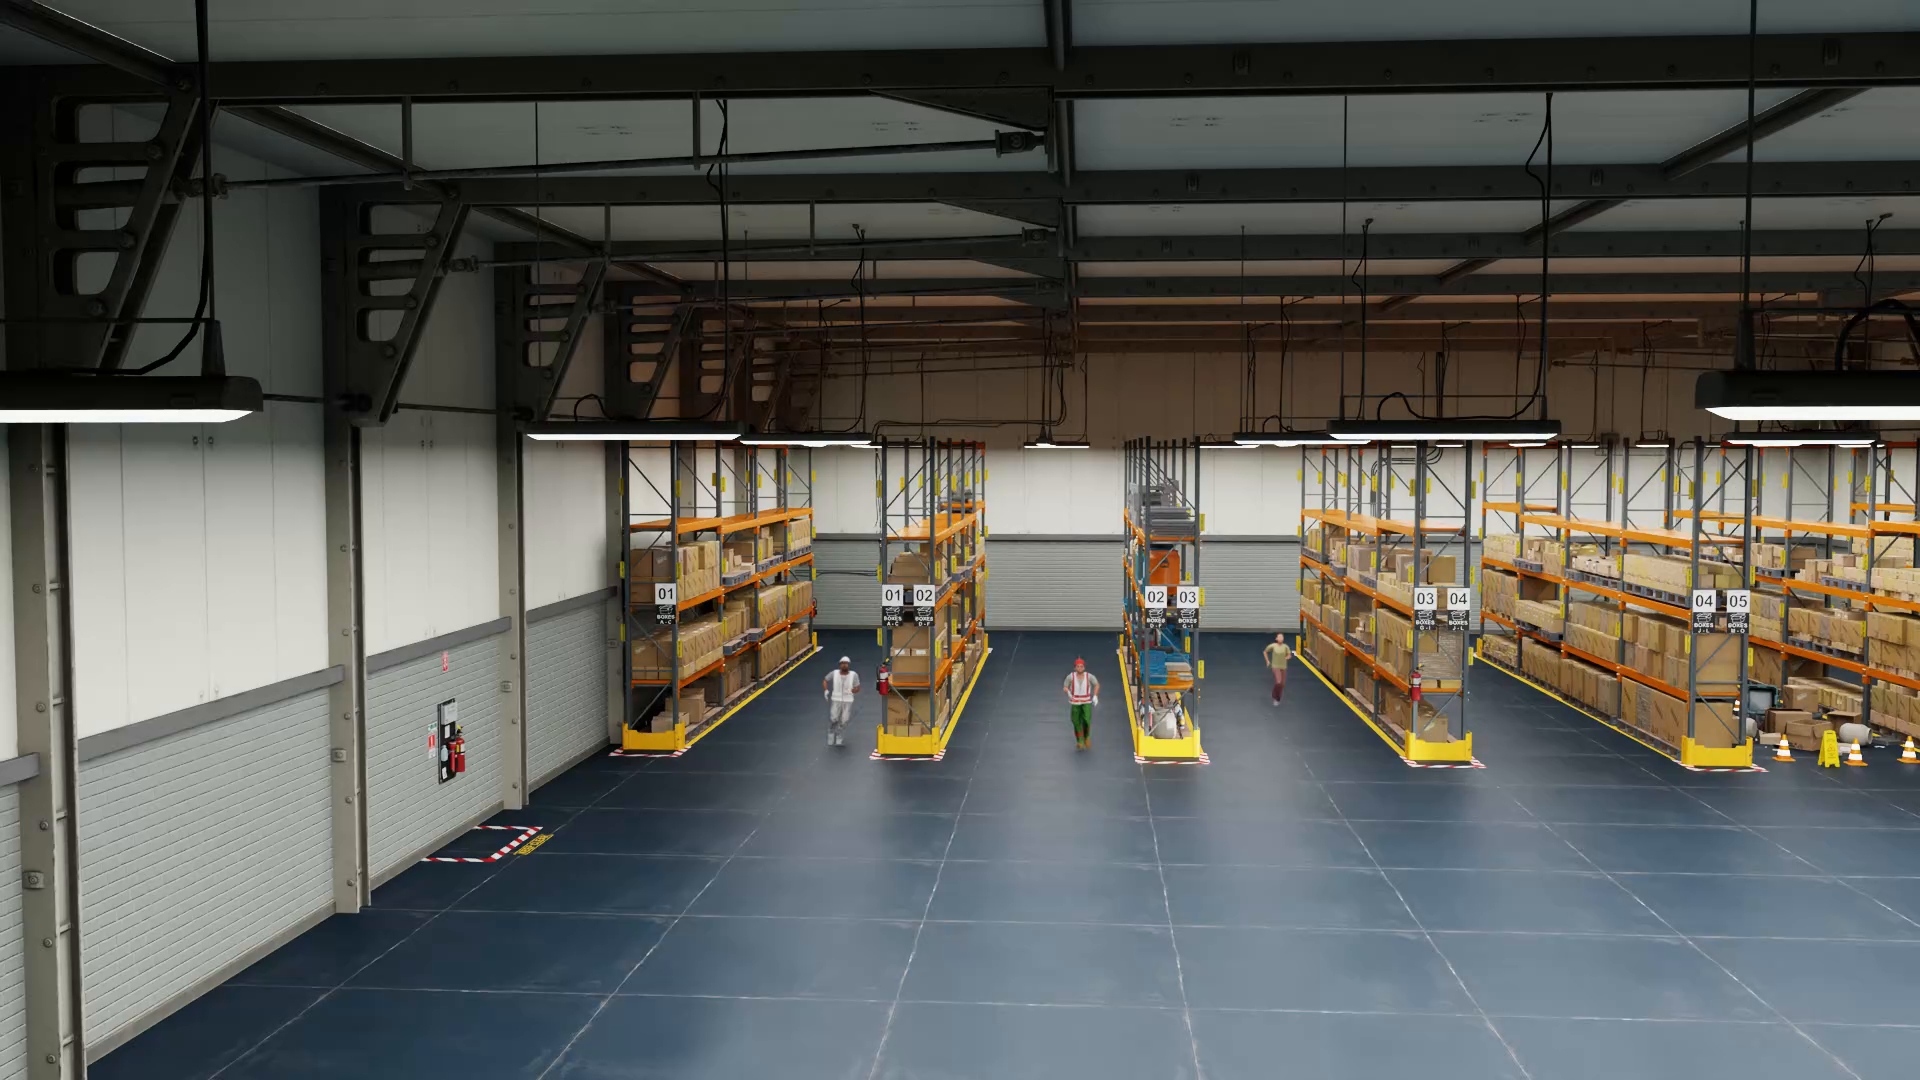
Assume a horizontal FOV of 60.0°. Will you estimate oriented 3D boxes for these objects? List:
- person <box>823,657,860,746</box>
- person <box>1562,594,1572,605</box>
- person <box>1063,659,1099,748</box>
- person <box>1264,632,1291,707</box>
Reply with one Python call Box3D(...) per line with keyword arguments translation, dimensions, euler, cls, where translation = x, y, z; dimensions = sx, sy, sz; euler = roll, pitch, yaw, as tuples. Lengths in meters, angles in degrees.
Box3D(translation=(-2.280, 3.127, 32.187), dimensions=(0.700, 1.727, 0.593), euler=(-1, 3, -10), cls="person")
Box3D(translation=(17.141, 2.362, 47.177), dimensions=(0.658, 1.682, 0.580), euler=(0, 3, 2), cls="person")
Box3D(translation=(2.311, 3.137, 31.807), dimensions=(0.677, 1.735, 0.702), euler=(0, 3, 7), cls="person")
Box3D(translation=(7.140, 2.895, 37.218), dimensions=(0.548, 1.671, 0.670), euler=(-1, 3, -10), cls="person")
